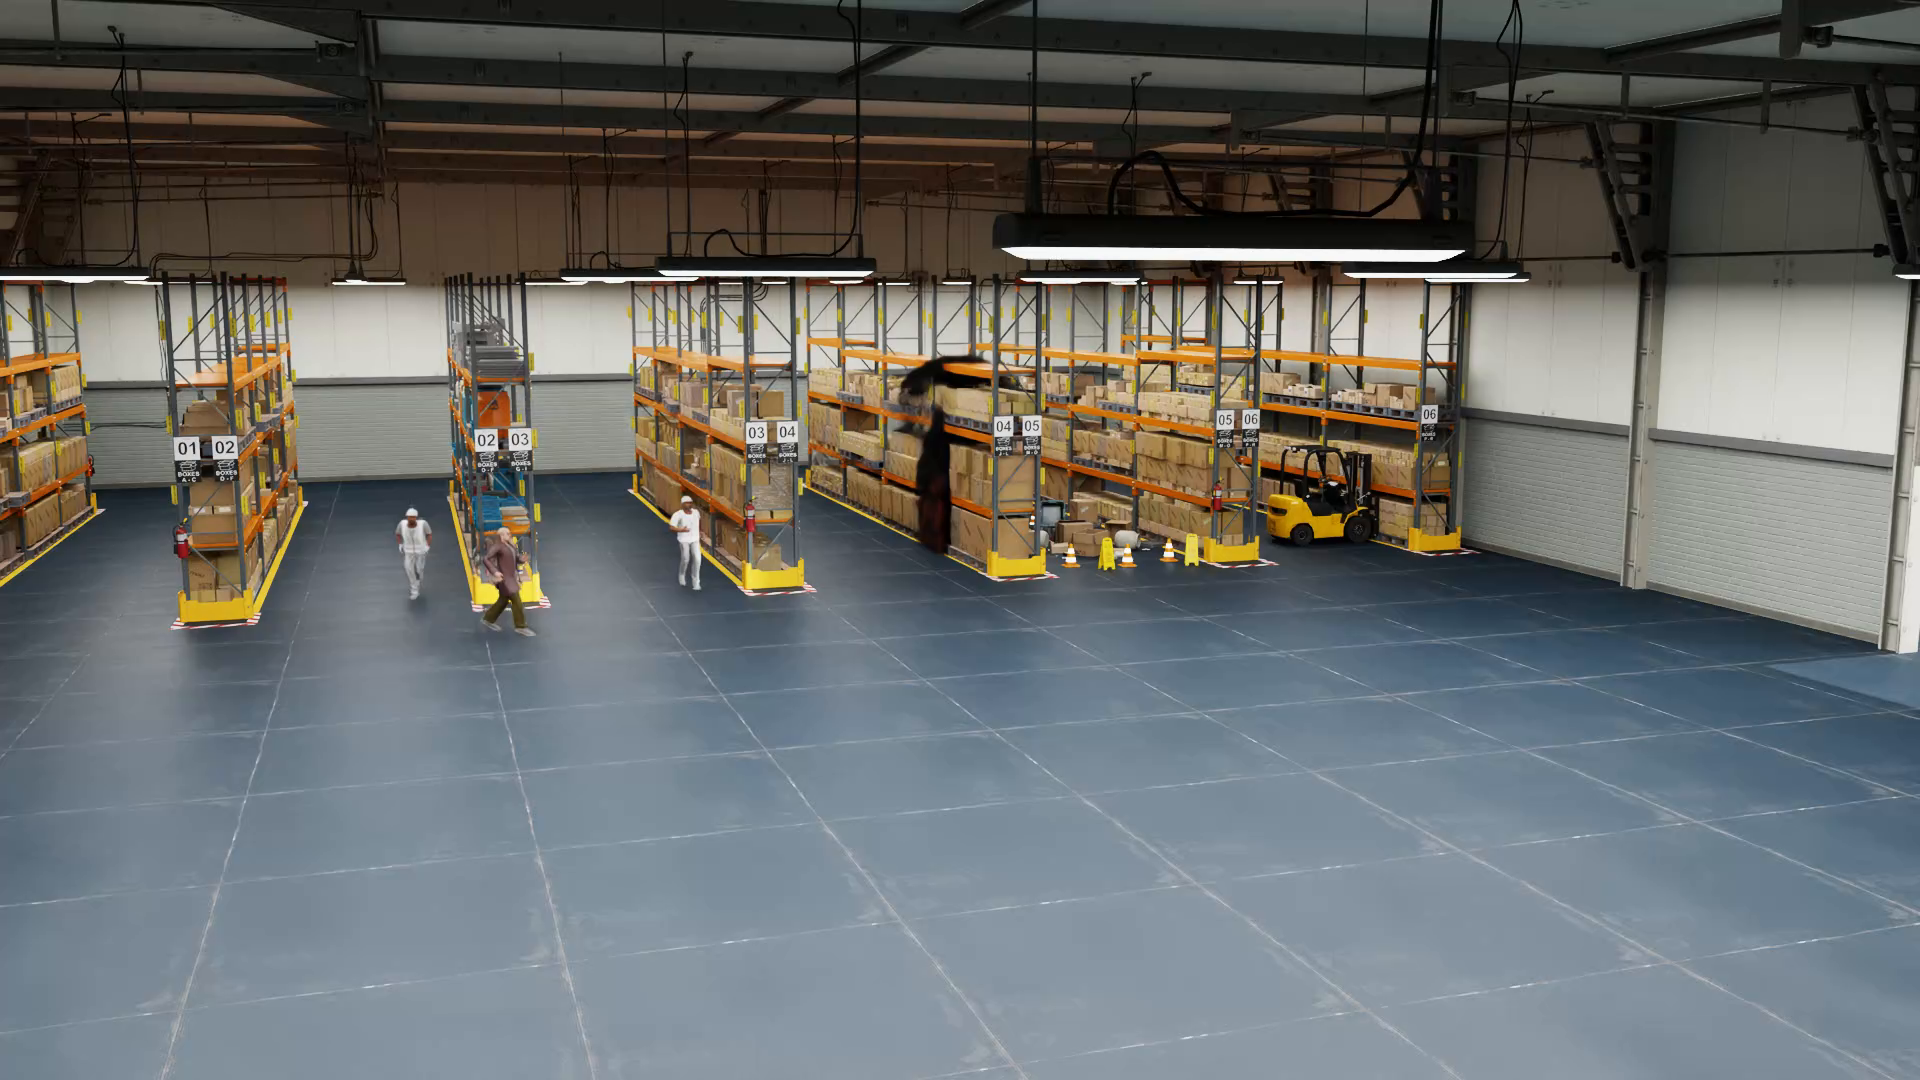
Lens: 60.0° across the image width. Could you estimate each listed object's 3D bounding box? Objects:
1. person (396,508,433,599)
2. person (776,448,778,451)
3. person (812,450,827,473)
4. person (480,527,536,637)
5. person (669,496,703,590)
[{"bbox_3d":[-10.191,0.218,31.114,0.663,1.715,0.943,-2,9,-14],"label":"person"},{"bbox_3d":[-4.244,-1.389,39.757,0.677,1.859,0.700,-3,9,-18],"label":"person"},{"bbox_3d":[-4.229,-2.656,49.796,0.783,1.782,0.662,1,9,7],"label":"person"},{"bbox_3d":[-7.503,0.690,27.503,0.984,1.811,0.689,0,9,2],"label":"person"},{"bbox_3d":[-5.243,0.062,31.937,0.728,1.852,0.737,-5,10,-31],"label":"person"}]
